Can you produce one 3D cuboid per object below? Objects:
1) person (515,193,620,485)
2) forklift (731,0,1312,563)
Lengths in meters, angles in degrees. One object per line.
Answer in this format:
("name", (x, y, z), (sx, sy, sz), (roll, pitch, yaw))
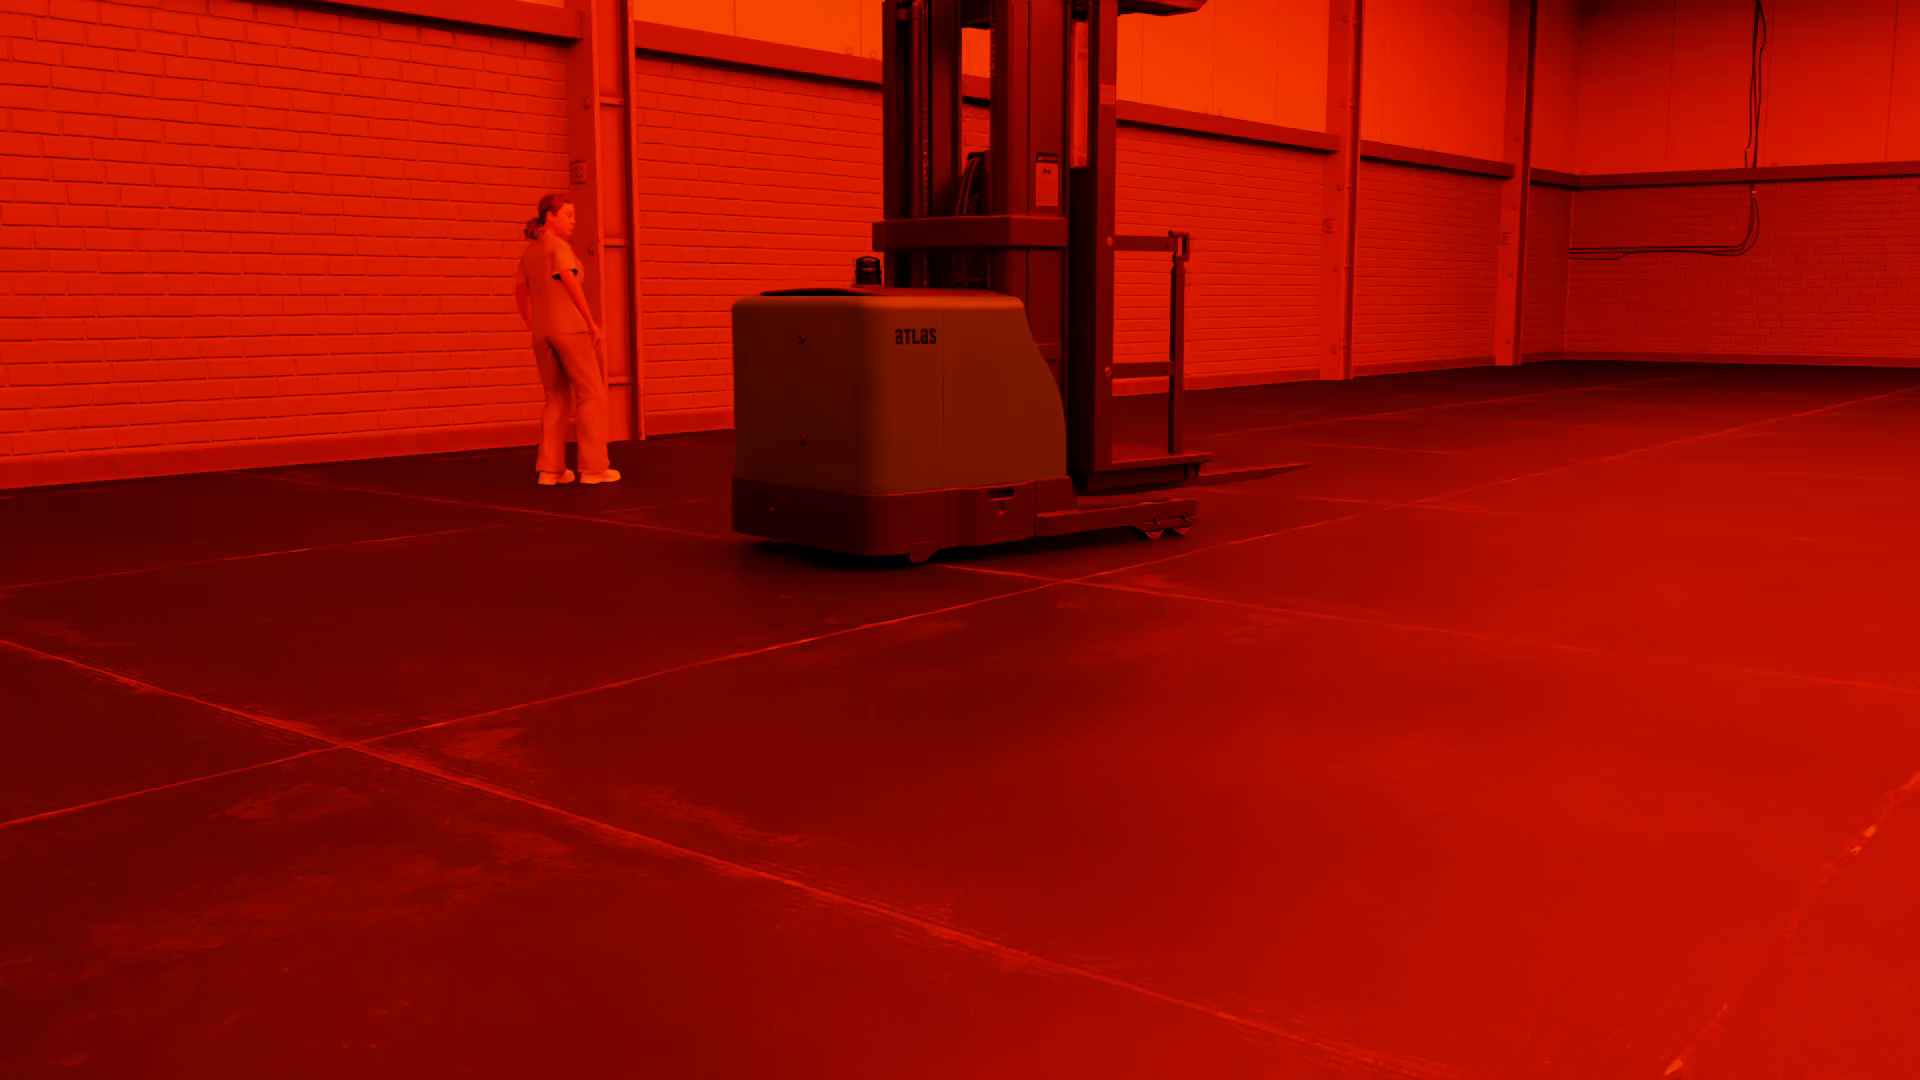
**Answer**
("person", (-2.246, -1.152, 9.560), (0.640, 1.658, 0.476), (6, 10, 35))
("forklift", (0.453, -1.511, 7.610), (3.031, 2.935, 1.130), (-7, 11, -41))
